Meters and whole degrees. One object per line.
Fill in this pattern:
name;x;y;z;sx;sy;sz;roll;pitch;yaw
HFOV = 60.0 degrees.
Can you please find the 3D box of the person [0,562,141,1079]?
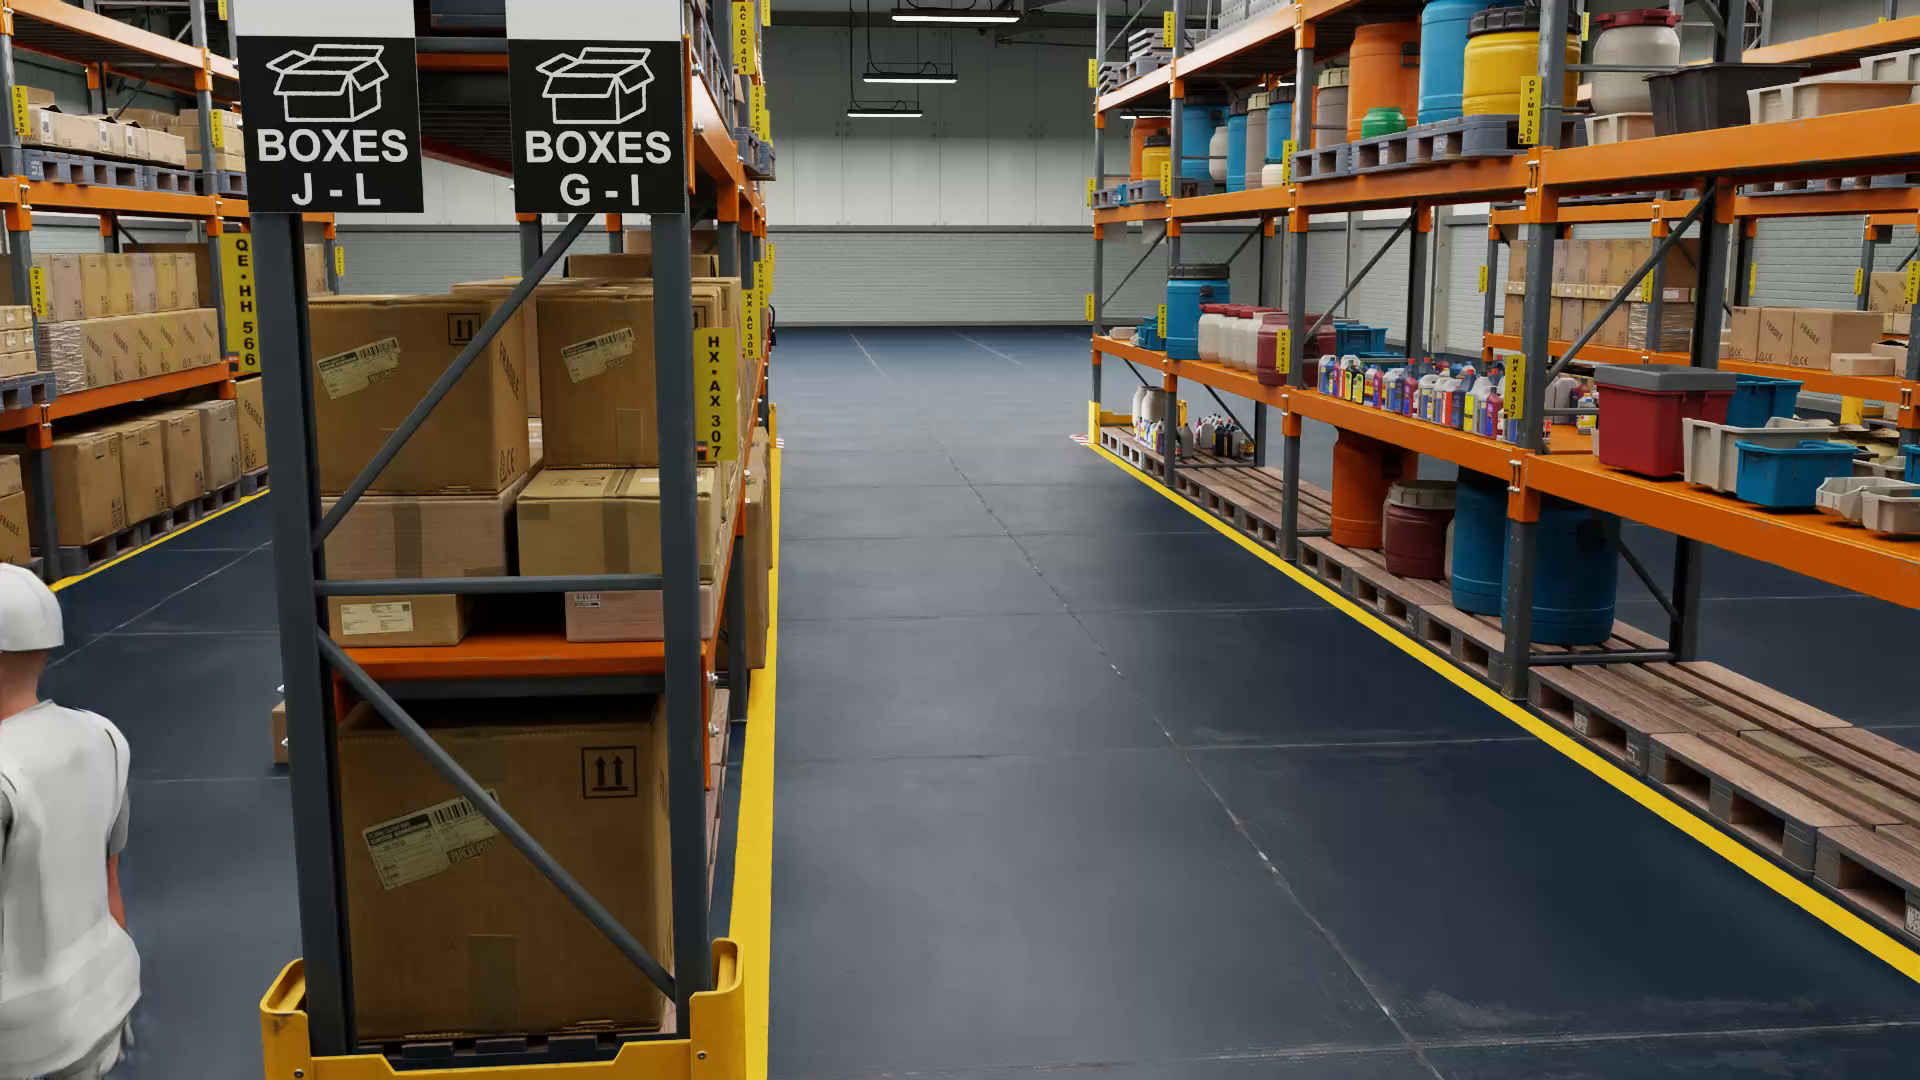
person;-1.632;0.916;3.049;0.770;1.771;0.617;0;10;0
